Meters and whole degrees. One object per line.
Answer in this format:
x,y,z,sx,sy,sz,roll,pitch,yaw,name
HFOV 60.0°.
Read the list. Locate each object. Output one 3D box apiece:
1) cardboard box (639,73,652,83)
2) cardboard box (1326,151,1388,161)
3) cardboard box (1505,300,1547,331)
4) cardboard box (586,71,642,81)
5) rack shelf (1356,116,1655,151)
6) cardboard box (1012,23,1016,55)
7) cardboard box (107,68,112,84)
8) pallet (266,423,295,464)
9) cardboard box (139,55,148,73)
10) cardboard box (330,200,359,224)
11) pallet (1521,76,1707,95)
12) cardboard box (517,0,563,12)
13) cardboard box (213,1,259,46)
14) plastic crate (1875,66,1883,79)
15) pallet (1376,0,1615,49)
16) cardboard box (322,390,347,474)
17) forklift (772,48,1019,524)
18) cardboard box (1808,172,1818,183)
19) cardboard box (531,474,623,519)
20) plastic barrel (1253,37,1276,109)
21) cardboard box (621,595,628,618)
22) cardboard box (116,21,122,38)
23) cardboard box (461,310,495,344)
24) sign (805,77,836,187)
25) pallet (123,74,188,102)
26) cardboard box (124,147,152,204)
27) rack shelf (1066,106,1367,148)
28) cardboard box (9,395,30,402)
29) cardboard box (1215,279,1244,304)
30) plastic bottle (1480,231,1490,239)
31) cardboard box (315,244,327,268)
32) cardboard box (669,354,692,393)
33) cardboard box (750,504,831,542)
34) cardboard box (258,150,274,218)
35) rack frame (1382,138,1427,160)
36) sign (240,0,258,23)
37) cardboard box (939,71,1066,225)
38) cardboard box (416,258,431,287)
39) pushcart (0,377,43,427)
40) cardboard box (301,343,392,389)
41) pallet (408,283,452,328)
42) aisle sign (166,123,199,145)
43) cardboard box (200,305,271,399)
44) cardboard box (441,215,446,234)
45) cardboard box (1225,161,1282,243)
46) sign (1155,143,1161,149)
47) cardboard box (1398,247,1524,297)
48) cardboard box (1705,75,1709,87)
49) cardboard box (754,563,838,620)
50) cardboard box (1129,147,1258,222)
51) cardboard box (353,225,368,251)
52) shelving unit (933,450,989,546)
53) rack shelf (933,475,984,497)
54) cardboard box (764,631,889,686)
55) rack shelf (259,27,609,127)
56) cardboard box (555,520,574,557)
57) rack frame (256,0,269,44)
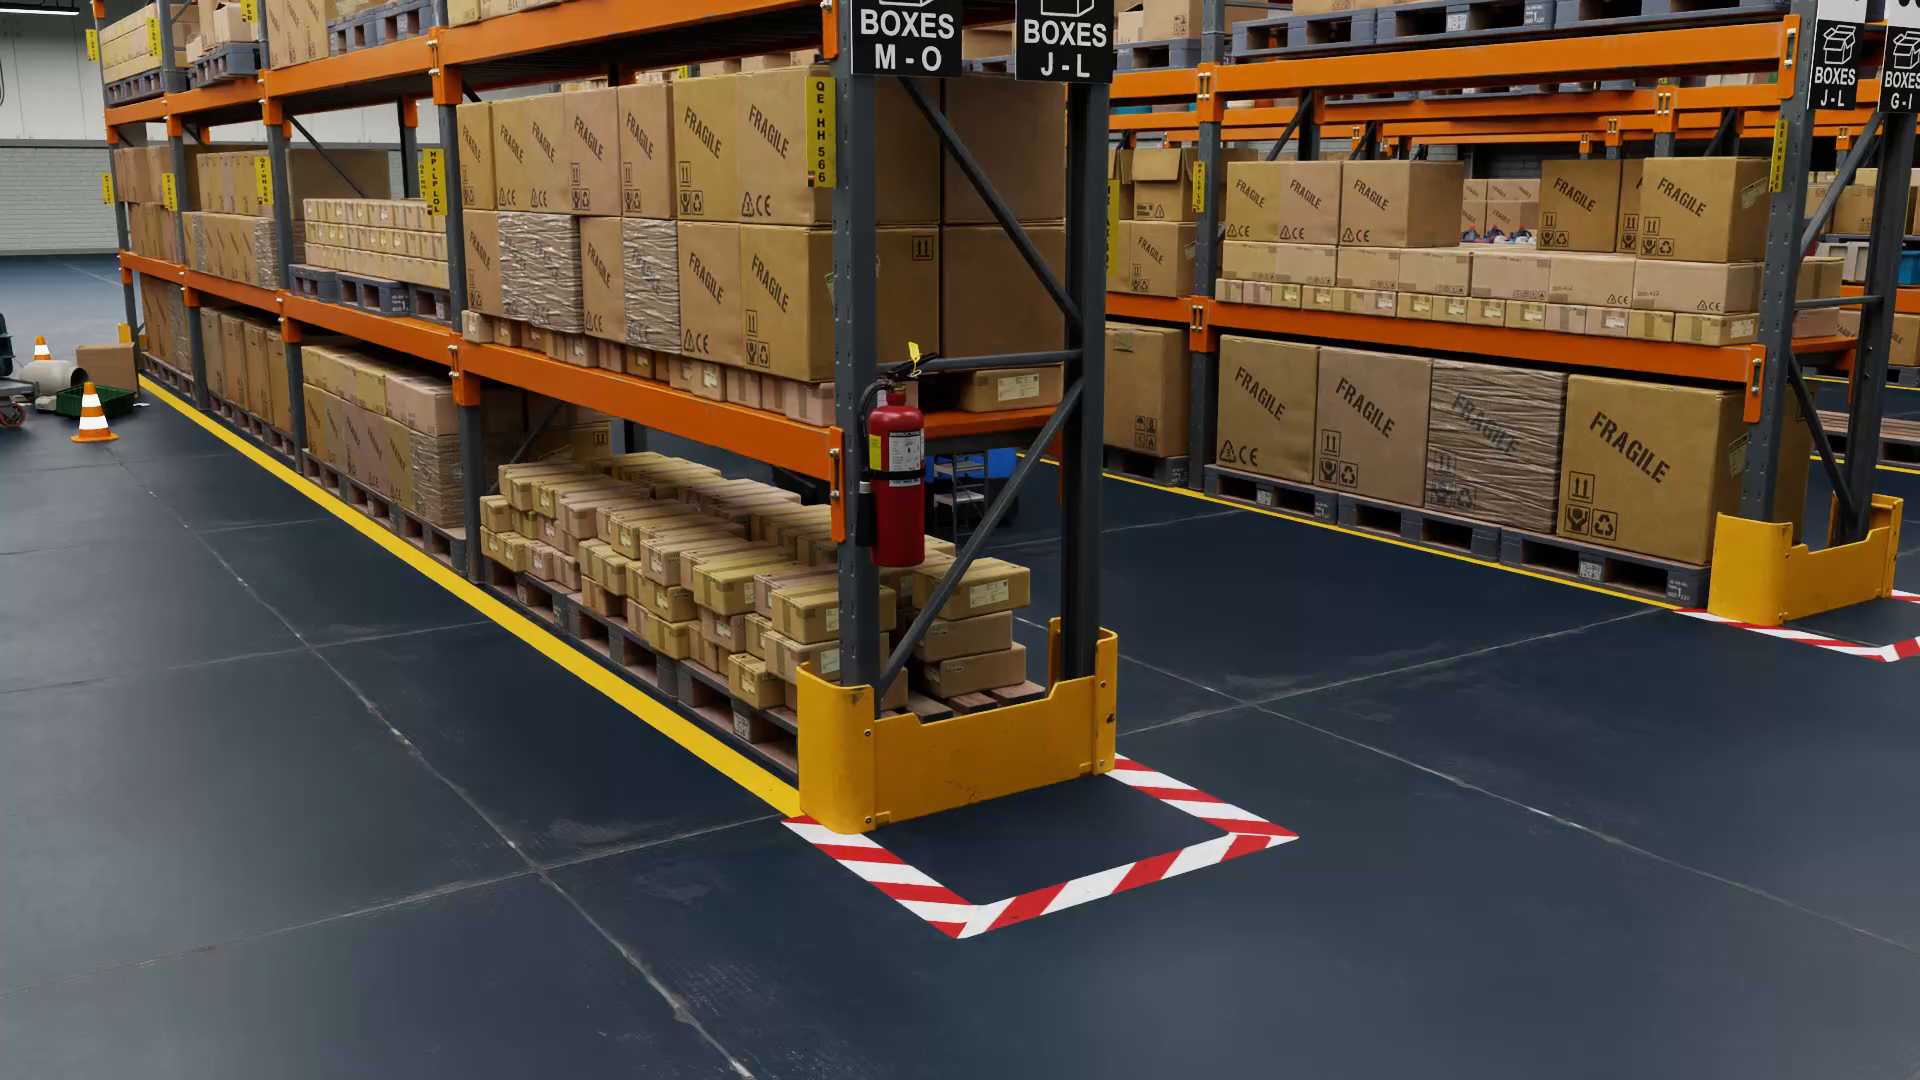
-3.291,-5.033,18.252,0.380,0.149,0.250,-9,15,-34,cardboard box
5.585,-5.216,23.424,0.700,0.500,0.500,-8,15,-32,cardboard box
3.197,-1.233,9.065,0.380,0.149,0.250,-8,15,-34,cardboard box
-4.032,-5.603,19.340,0.500,0.500,0.500,-8,15,-33,cardboard box
6.944,-5.214,21.345,1.077,0.370,4.000,-8,15,-33,rack shelf
0.753,-4.049,13.116,0.500,0.500,0.500,-7,14,-30,cardboard box
-8.749,-4.879,17.499,0.380,0.149,0.250,-8,15,-32,cardboard box
-4.756,-0.790,12.981,1.003,0.211,1.213,-8,15,-33,pallet
-7.492,-4.474,15.650,0.380,0.149,0.250,-8,15,-33,cardboard box
-3.858,-2.132,10.804,0.380,0.149,0.250,-9,15,-35,cardboard box
5.627,-3.948,14.316,1.213,0.211,1.003,-8,15,-33,pallet
-1.572,-2.387,7.088,0.500,0.250,0.500,-7,14,-30,cardboard box
-5.211,-3.830,12.322,0.500,0.311,0.500,-8,15,-33,cardboard box
7.164,-3.603,12.911,0.293,0.136,0.466,-8,15,-33,plastic crate
3.136,-2.920,9.377,1.003,0.211,1.213,-8,15,-33,pallet
-3.921,-0.742,11.103,0.500,0.500,0.500,-8,15,-32,cardboard box
-0.652,-1.776,11.123,1.130,2.935,3.031,-5,13,-21,forklift
11.767,-5.025,23.038,0.380,0.149,0.250,-11,17,-42,cardboard box
-1.863,-0.214,8.117,0.380,0.149,0.250,-8,15,-34,cardboard box
3.290,-5.122,18.235,0.600,0.830,0.708,-8,15,-33,plastic barrel
-1.270,0.262,7.332,0.380,0.149,0.250,-8,14,-31,cardboard box
-8.191,-5.089,16.595,0.380,0.149,0.250,-8,15,-33,cardboard box
-2.281,-1.080,8.367,0.380,0.149,0.250,-7,14,-31,cardboard box
-0.423,-1.238,5.053,0.100,0.325,0.005,-8,15,-33,sign
-7.715,-4.500,16.605,1.003,0.211,1.213,-8,15,-33,pallet
-8.062,-3.754,17.127,0.875,0.550,0.550,-8,15,-33,cardboard box
2.818,-4.628,18.667,1.077,0.370,4.000,-8,15,-33,rack shelf
-9.084,-1.467,15.947,0.396,0.266,0.258,-5,13,-23,cardboard box
1.906,-1.646,10.957,0.380,0.149,0.250,-8,15,-33,cardboard box
5.139,-2.877,16.269,0.061,0.283,0.133,-8,15,-33,plastic bottle
-4.154,-1.935,11.292,0.380,0.149,0.250,-7,14,-30,cardboard box
-0.906,-0.667,6.478,0.380,0.149,0.250,-9,15,-35,cardboard box
-0.703,-0.049,7.361,0.380,0.149,0.250,-8,15,-32,cardboard box
-4.904,-2.711,12.665,0.700,0.500,0.500,-8,15,-34,cardboard box
7.742,-5.754,29.153,1.000,3.000,0.127,-8,15,-33,rack frame
-4.848,-3.696,11.323,0.100,0.325,0.005,-8,15,-33,sign
0.023,-1.374,5.855,0.500,0.500,0.500,-8,15,-33,cardboard box
-2.831,-1.512,9.361,0.380,0.149,0.250,-8,15,-33,cardboard box
-8.793,-1.109,14.048,0.936,0.377,1.648,9,15,35,pushcart
-4.201,-1.202,11.451,0.500,0.250,0.500,-9,15,-35,cardboard box
-2.468,-1.351,9.469,1.003,0.211,1.213,-8,15,-33,pallet
-8.604,-4.744,18.450,0.394,0.787,0.004,-8,15,-33,aisle sign
-6.179,-1.721,14.994,1.050,0.750,0.750,-8,15,-33,cardboard box
-2.551,-1.713,8.887,0.380,0.149,0.250,-7,14,-30,cardboard box
2.072,-2.184,10.727,0.500,0.500,0.500,-8,15,-33,cardboard box
4.266,-8.389,35.775,0.001,0.298,0.199,-8,15,-33,sign
2.891,-1.549,9.580,0.500,0.250,0.500,-8,15,-33,cardboard box
8.604,-5.094,18.880,0.910,0.500,0.500,-8,15,-33,cardboard box
-0.545,0.201,6.220,0.380,0.149,0.250,-8,15,-32,cardboard box
1.659,-2.513,11.748,0.797,0.503,0.637,-9,15,-34,cardboard box
-3.567,-1.892,10.403,0.380,0.149,0.250,-8,15,-33,cardboard box
0.004,-0.438,9.759,0.258,0.900,0.210,-8,15,-33,shelving unit
0.004,-0.318,9.785,0.258,0.077,0.200,-8,15,-33,rack shelf
-0.480,0.402,5.998,0.380,0.149,0.250,-9,15,-34,cardboard box
-3.274,-2.762,10.131,1.077,0.370,4.000,-8,15,-33,rack shelf
-1.704,-0.026,7.951,0.380,0.149,0.250,-9,15,-36,cardboard box
-4.382,-4.934,11.360,1.000,3.000,0.127,-8,15,-33,rack frame
